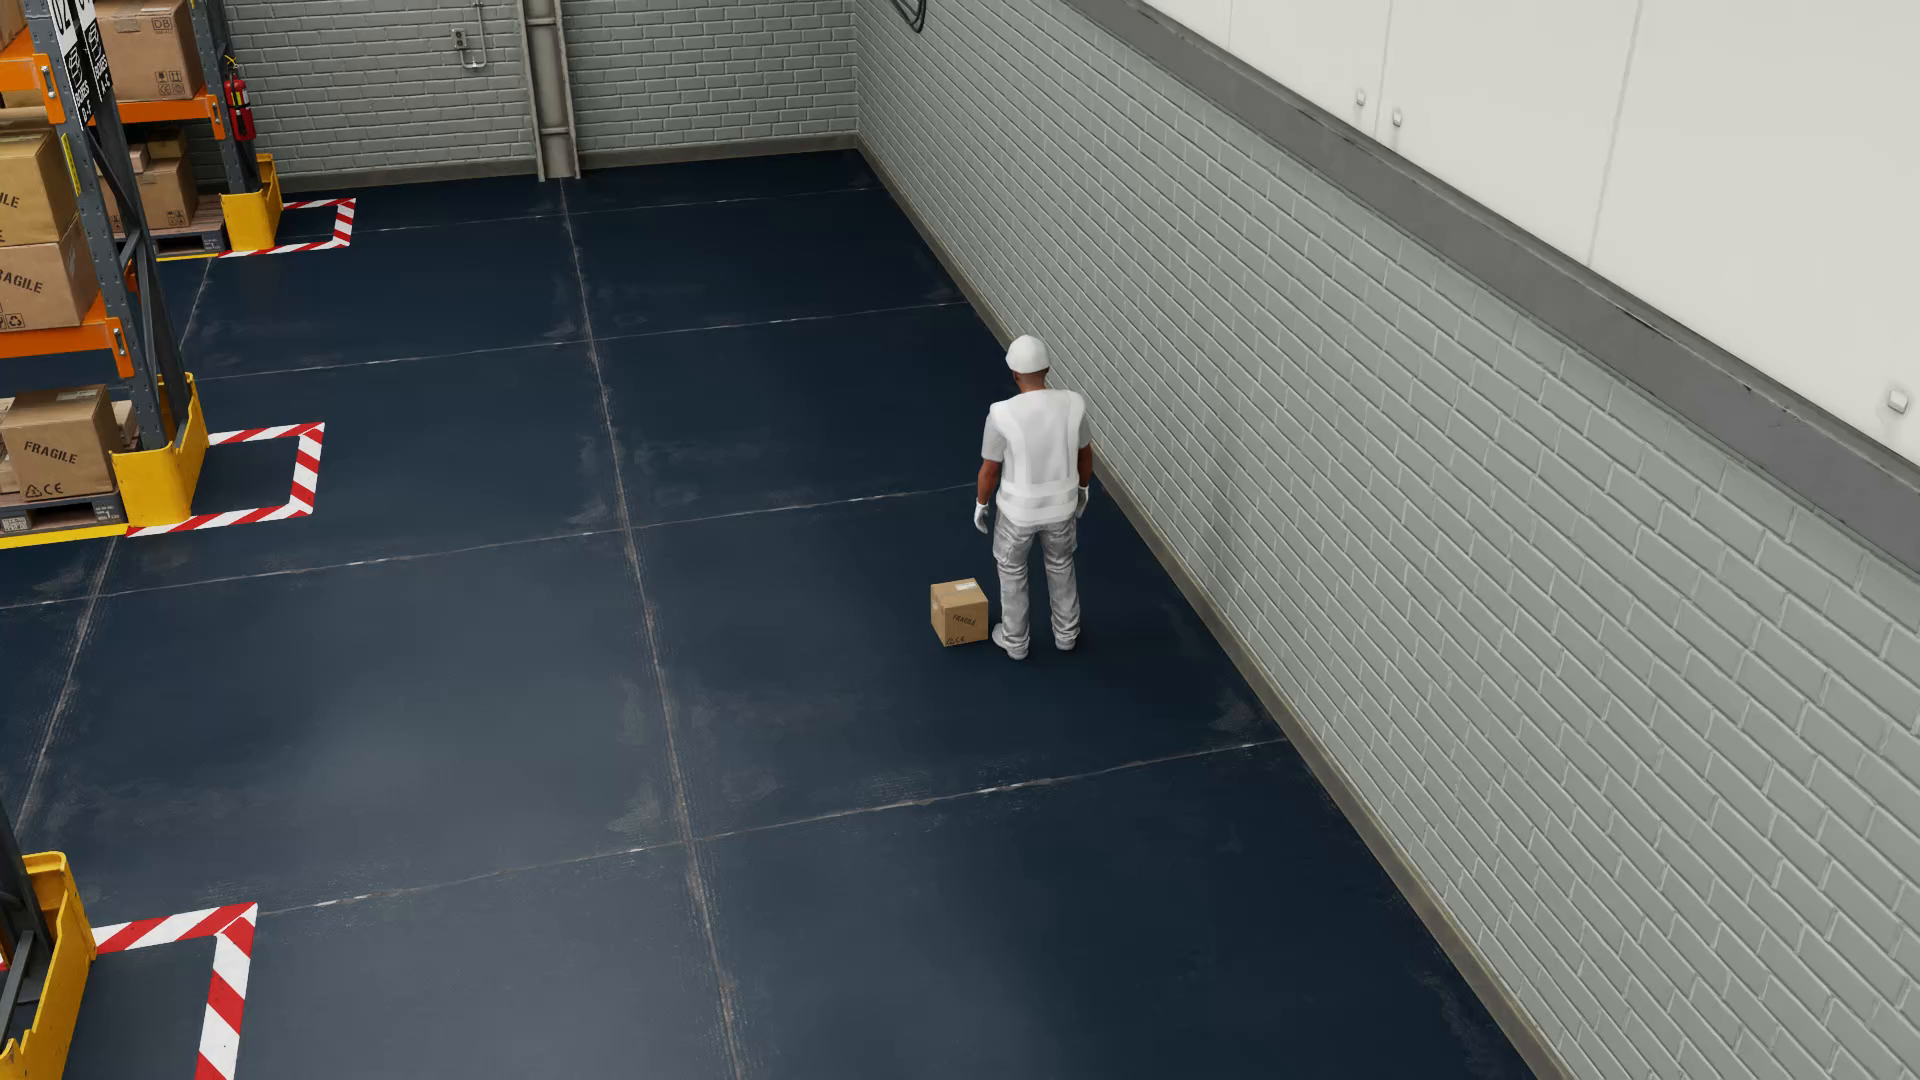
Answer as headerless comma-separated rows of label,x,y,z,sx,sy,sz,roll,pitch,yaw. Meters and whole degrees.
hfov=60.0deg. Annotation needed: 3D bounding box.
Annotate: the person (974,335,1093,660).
person,0.380,-0.203,8.581,0.633,1.775,0.449,-9,31,-15
